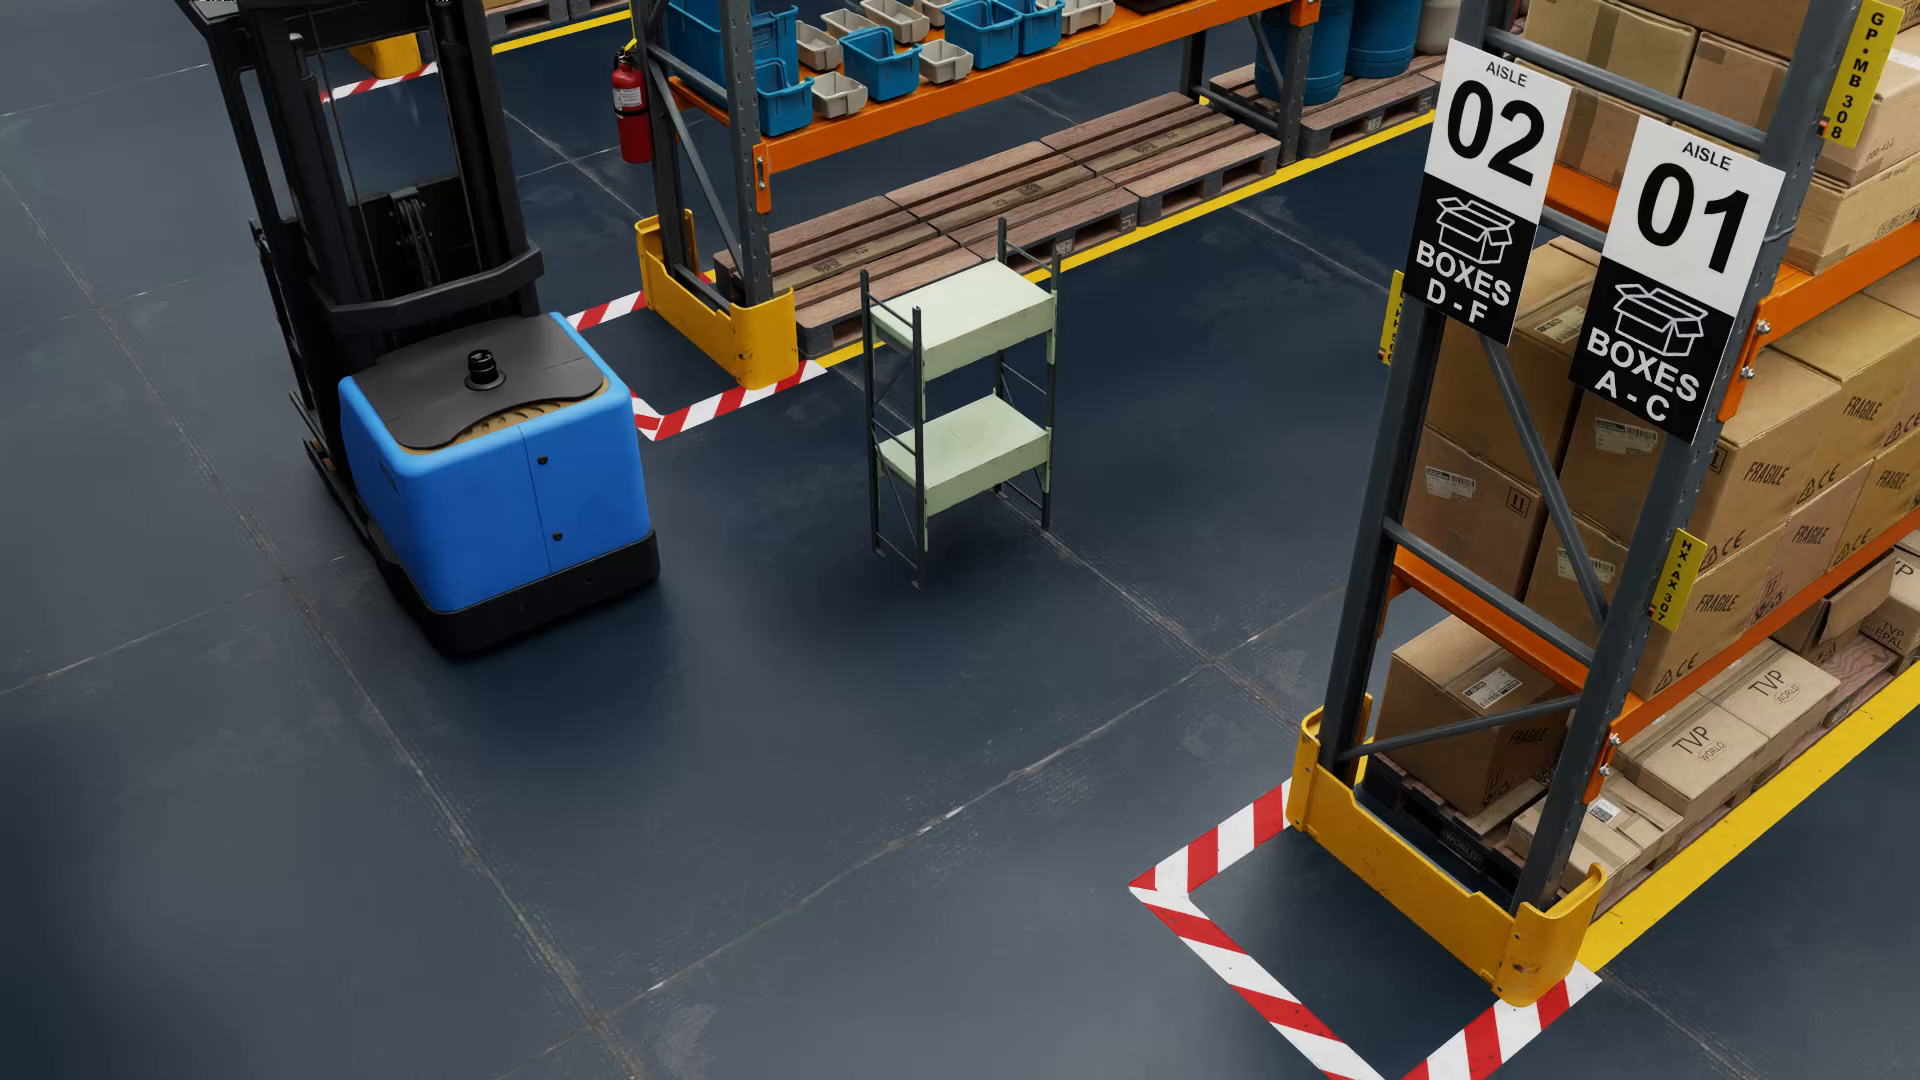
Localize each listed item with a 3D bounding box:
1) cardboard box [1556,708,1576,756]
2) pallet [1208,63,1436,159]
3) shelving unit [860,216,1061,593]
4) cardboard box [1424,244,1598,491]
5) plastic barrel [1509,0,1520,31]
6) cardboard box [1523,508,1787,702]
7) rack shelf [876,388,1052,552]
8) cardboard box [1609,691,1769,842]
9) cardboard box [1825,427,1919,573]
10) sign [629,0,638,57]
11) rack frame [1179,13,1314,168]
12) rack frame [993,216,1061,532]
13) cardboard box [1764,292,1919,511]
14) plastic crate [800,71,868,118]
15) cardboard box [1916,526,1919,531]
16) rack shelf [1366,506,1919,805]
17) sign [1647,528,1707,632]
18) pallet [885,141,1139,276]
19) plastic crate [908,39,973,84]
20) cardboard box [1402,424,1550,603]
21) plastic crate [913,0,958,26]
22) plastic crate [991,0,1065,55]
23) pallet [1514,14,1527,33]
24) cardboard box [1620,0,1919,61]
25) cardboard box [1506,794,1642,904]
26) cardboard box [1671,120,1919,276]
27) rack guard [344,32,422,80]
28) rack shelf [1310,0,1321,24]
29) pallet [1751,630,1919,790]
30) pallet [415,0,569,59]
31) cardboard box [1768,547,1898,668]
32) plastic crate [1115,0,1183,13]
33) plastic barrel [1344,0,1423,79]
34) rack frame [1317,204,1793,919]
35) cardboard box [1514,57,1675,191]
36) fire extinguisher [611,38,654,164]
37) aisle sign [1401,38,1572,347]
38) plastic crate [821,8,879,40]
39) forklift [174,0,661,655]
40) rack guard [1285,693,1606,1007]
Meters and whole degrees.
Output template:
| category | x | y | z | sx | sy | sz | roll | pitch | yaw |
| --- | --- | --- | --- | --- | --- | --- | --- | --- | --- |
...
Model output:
| category | x | y | z | sx | sy | sz | roll | pitch | yaw |
| --- | --- | --- | --- | --- | --- | --- | --- | --- | --- |
| cardboard box | 2.346 | 0.657 | 6.605 | 0.250 | 0.166 | 0.380 | -26 | 46 | -28 |
| pallet | 2.483 | -3.061 | 11.448 | 1.213 | 0.211 | 1.003 | -26 | 46 | -28 |
| shelving unit | 0.005 | -0.582 | 7.411 | 0.755 | 1.500 | 0.431 | -26 | 46 | -28 |
| cardboard box | 1.875 | -0.559 | 5.332 | 0.500 | 0.500 | 0.500 | -26 | 46 | -28 |
| plastic barrel | 3.744 | -4.003 | 11.969 | 0.708 | 0.588 | 0.600 | -26 | 46 | -28 |
| cardboard box | 2.202 | 0.099 | 5.319 | 0.500 | 0.500 | 0.500 | -25 | 46 | -27 |
| rack shelf | 0.005 | -0.330 | 7.618 | 0.720 | 0.370 | 0.431 | -26 | 46 | -28 |
| cardboard box | 2.690 | 0.809 | 6.353 | 0.500 | 0.250 | 0.500 | -26 | 46 | -28 |
| cardboard box | 3.007 | -0.295 | 5.800 | 0.500 | 0.500 | 0.500 | -26 | 46 | -28 |
| sign | -1.674 | -2.649 | 8.619 | 0.005 | 0.325 | 0.100 | -26 | 46 | -28 |
| rack frame | 1.845 | -3.862 | 10.226 | 0.127 | 3.000 | 1.000 | -26 | 46 | -28 |
| rack frame | 0.295 | -0.724 | 7.583 | 0.023 | 1.500 | 0.400 | -26 | 46 | -28 |
| cardboard box | 2.612 | -0.493 | 5.252 | 0.500 | 0.500 | 0.500 | -25 | 46 | -28 |
| plastic crate | -0.625 | -2.249 | 8.421 | 0.298 | 0.136 | 0.250 | -26 | 46 | -28 |
| cardboard box | 4.321 | 0.101 | 7.296 | 0.250 | 0.149 | 0.380 | -26 | 46 | -28 |
| rack shelf | 3.275 | -0.318 | 6.473 | 4.000 | 0.370 | 1.077 | -26 | 46 | -28 |
| sign | 2.020 | 0.115 | 4.696 | 0.005 | 0.325 | 0.100 | -26 | 46 | -28 |
| pallet | 0.318 | -2.006 | 10.162 | 1.213 | 0.211 | 1.003 | -26 | 46 | -28 |
| plastic crate | -0.087 | -2.511 | 8.740 | 0.298 | 0.136 | 0.250 | -26 | 46 | -28 |
| cardboard box | 1.879 | -0.172 | 5.649 | 0.500 | 0.500 | 0.500 | -25 | 45 | -27 |
| plastic crate | -0.122 | -2.992 | 9.326 | 0.250 | 0.136 | 0.298 | -26 | 46 | -28 |
| plastic crate | 0.352 | -2.829 | 9.051 | 0.300 | 0.233 | 0.416 | -26 | 46 | -28 |
| pallet | 4.417 | -4.004 | 12.598 | 1.213 | 0.211 | 1.003 | -26 | 46 | -28 |
| cardboard box | 2.087 | -1.615 | 4.255 | 0.500 | 0.500 | 0.700 | -26 | 46 | -28 |
| cardboard box | 2.231 | 1.120 | 6.054 | 0.250 | 0.149 | 0.380 | -26 | 46 | -28 |
| cardboard box | 2.252 | -0.996 | 4.485 | 0.500 | 0.250 | 0.500 | -26 | 46 | -28 |
| rack guard | -4.363 | -3.831 | 12.159 | 0.348 | 0.500 | 1.175 | -26 | 46 | -28 |
| rack shelf | 3.431 | -4.356 | 11.396 | 4.000 | 0.370 | 1.077 | -26 | 46 | -28 |
| pallet | 3.348 | 0.448 | 7.171 | 1.213 | 0.211 | 1.003 | -26 | 46 | -28 |
| pallet | -3.758 | -4.077 | 12.687 | 1.213 | 0.211 | 1.003 | -26 | 46 | -28 |
| cardboard box | 3.374 | 0.155 | 6.951 | 0.637 | 0.503 | 0.797 | -26 | 46 | -28 |
| plastic crate | 1.122 | -3.211 | 9.602 | 0.590 | 0.125 | 0.437 | -26 | 46 | -28 |
| plastic barrel | 2.849 | -3.688 | 11.337 | 0.708 | 0.901 | 0.600 | -26 | 46 | -28 |
| rack frame | 1.689 | 0.177 | 5.303 | 0.127 | 3.000 | 1.000 | -26 | 46 | -28 |
| cardboard box | 1.936 | -1.256 | 4.803 | 0.500 | 0.250 | 0.500 | -26 | 46 | -28 |
| fire extinguisher | -1.723 | -2.312 | 8.692 | 0.183 | 0.674 | 0.296 | -26 | 46 | -28 |
| aisle sign | 1.448 | -0.956 | 4.634 | 0.004 | 0.787 | 0.394 | -26 | 46 | -28 |
| plastic crate | -0.551 | -2.748 | 9.029 | 0.243 | 0.136 | 0.396 | -26 | 46 | -28 |
| forklift | -2.608 | -1.536 | 7.445 | 1.130 | 2.935 | 3.031 | -23 | 45 | -25 |
| rack guard | 1.750 | 1.114 | 6.132 | 0.348 | 0.500 | 1.175 | -26 | 46 | -28 |
